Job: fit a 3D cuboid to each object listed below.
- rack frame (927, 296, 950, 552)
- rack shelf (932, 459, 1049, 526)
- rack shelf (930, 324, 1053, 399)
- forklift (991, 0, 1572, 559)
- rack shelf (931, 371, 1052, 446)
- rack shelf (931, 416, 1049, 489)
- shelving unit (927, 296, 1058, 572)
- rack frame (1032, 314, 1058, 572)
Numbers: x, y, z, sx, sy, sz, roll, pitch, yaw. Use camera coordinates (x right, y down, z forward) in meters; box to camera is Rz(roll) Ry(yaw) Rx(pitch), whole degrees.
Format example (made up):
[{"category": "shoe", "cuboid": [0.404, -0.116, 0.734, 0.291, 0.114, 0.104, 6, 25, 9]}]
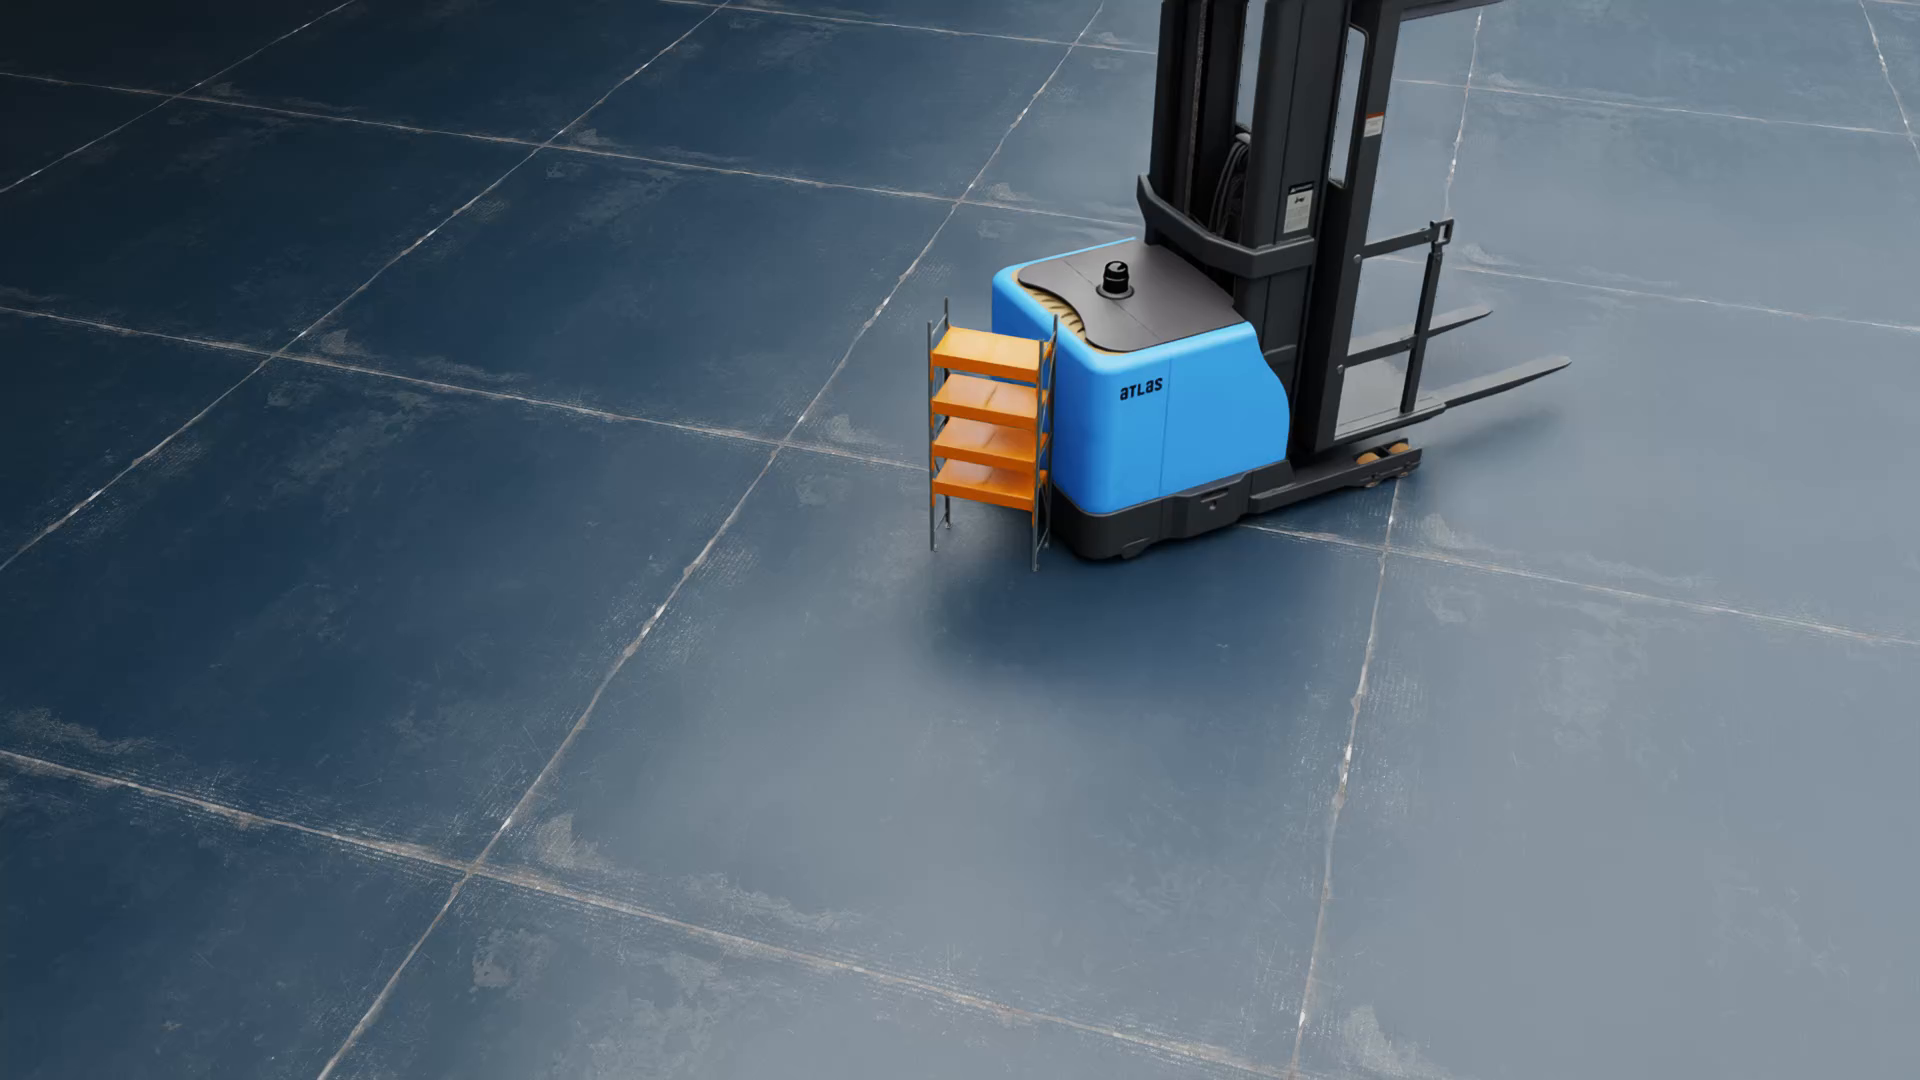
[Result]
[{"category": "rack frame", "cuboid": [-0.092, -0.496, 7.411, 0.015, 1.200, 0.240, 11, 38, 15]}, {"category": "rack shelf", "cuboid": [0.139, -0.236, 7.507, 0.480, 0.148, 0.258, 11, 38, 15]}, {"category": "rack shelf", "cuboid": [0.139, -0.767, 7.116, 0.480, 0.148, 0.258, 11, 38, 15]}, {"category": "forklift", "cuboid": [1.684, -1.699, 7.585, 3.031, 2.935, 1.130, -17, 40, -21]}, {"category": "rack shelf", "cuboid": [0.139, -0.576, 7.257, 0.480, 0.148, 0.258, 11, 38, 15]}, {"category": "rack shelf", "cuboid": [0.139, -0.396, 7.389, 0.480, 0.148, 0.258, 11, 38, 15]}, {"category": "shelving unit", "cuboid": [0.139, -0.450, 7.349, 0.503, 1.200, 0.258, 11, 38, 15]}, {"category": "rack frame", "cuboid": [0.371, -0.405, 7.288, 0.015, 1.200, 0.240, 11, 38, 15]}]
